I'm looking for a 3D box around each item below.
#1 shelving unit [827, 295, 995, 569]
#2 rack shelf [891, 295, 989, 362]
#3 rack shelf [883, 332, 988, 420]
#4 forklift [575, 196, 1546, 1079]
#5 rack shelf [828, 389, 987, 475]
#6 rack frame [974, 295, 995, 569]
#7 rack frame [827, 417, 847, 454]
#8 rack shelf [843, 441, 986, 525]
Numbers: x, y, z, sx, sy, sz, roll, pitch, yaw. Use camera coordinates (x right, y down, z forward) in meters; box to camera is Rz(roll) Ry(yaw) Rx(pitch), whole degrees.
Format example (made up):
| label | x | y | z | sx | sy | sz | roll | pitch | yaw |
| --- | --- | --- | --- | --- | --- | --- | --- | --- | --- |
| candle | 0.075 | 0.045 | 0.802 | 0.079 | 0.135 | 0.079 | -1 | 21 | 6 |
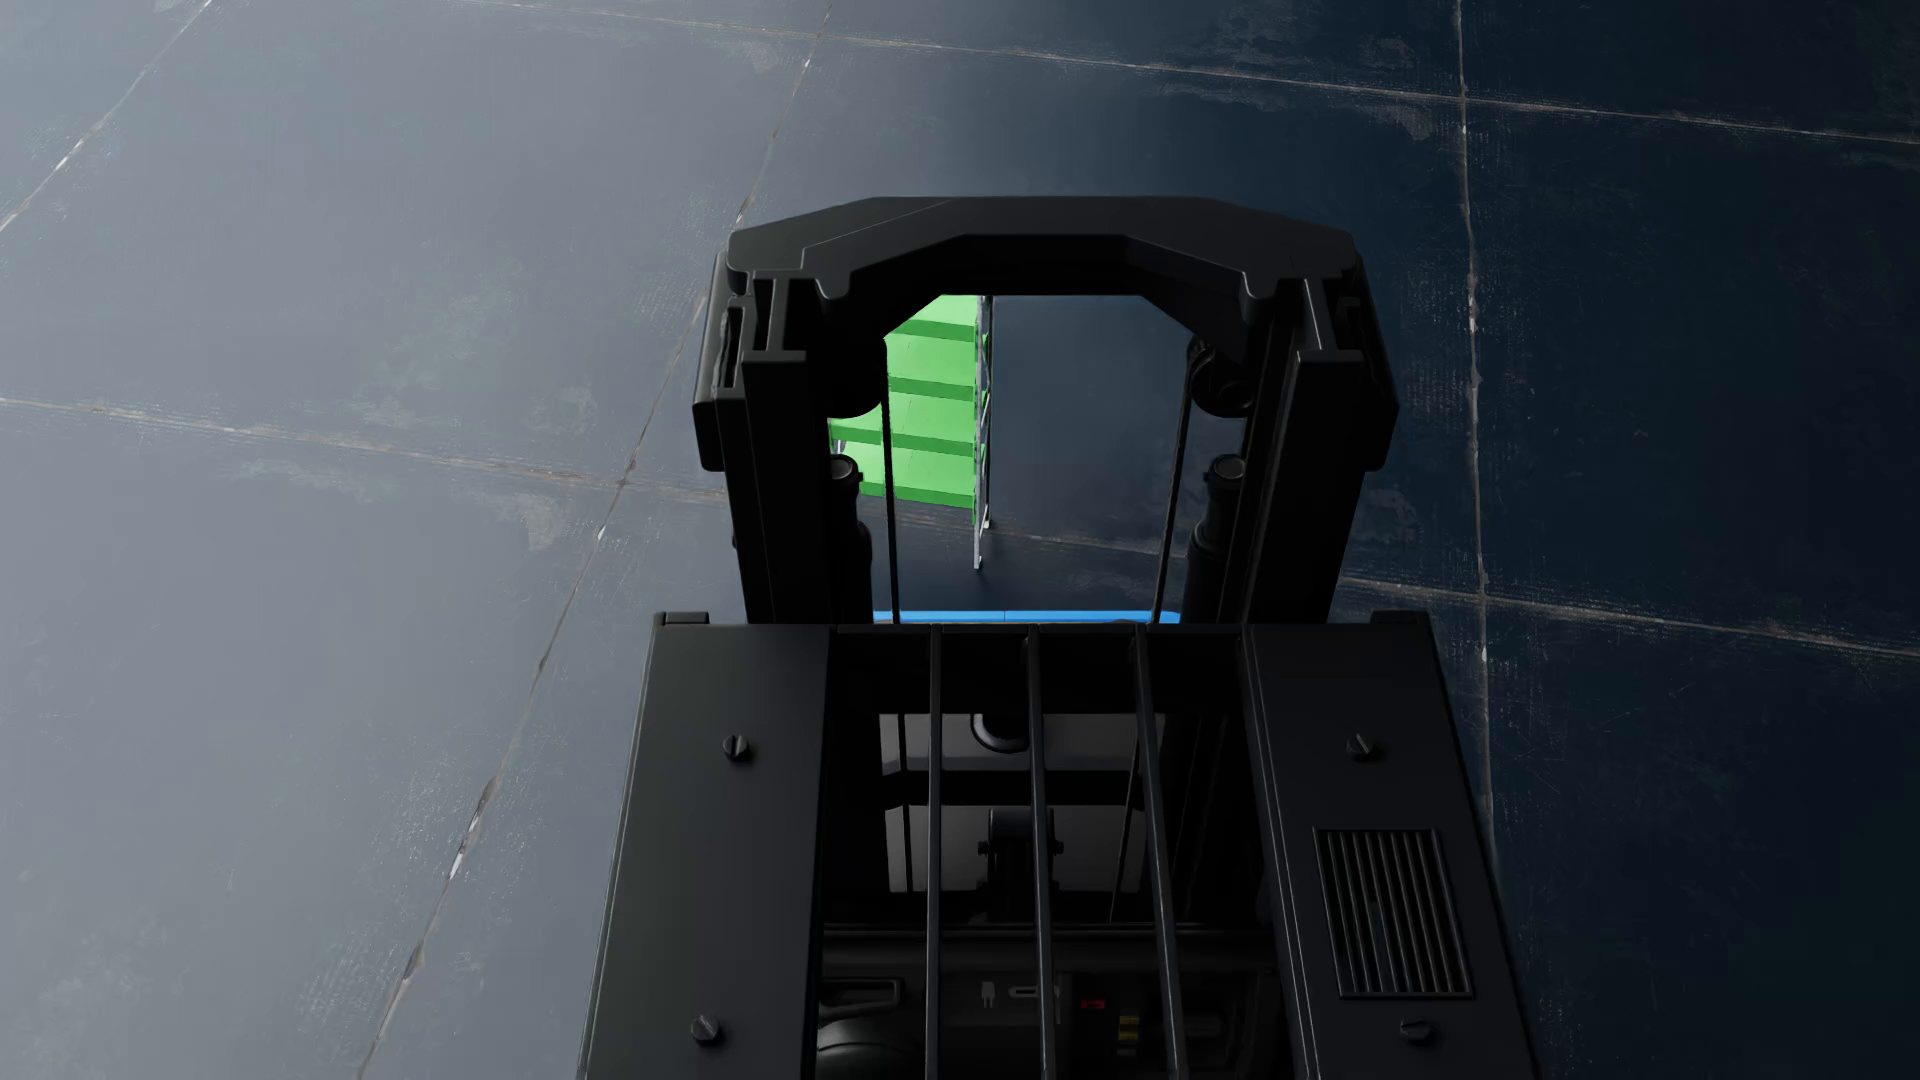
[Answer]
| label | x | y | z | sx | sy | sz | roll | pitch | yaw |
| --- | --- | --- | --- | --- | --- | --- | --- | --- | --- |
| shelving unit | -0.163 | -0.423 | 5.323 | 0.503 | 1.200 | 0.258 | 8 | 49 | 7 |
| rack shelf | -0.163 | -0.701 | 5.014 | 0.480 | 0.148 | 0.258 | 8 | 49 | 7 |
| rack shelf | -0.163 | -0.541 | 5.192 | 0.480 | 0.148 | 0.258 | 8 | 49 | 7 |
| forklift | 0.112 | 1.013 | 2.870 | 1.130 | 2.935 | 3.031 | 0 | 48 | 0 |
| rack shelf | -0.163 | -0.380 | 5.371 | 0.480 | 0.148 | 0.258 | 8 | 49 | 7 |
| rack frame | 0.077 | -0.391 | 5.294 | 0.015 | 1.200 | 0.240 | 8 | 49 | 7 |
| rack frame | -0.403 | -0.455 | 5.352 | 0.015 | 1.200 | 0.240 | 8 | 49 | 7 |
| rack shelf | -0.163 | -0.220 | 5.549 | 0.480 | 0.148 | 0.258 | 8 | 49 | 7 |
